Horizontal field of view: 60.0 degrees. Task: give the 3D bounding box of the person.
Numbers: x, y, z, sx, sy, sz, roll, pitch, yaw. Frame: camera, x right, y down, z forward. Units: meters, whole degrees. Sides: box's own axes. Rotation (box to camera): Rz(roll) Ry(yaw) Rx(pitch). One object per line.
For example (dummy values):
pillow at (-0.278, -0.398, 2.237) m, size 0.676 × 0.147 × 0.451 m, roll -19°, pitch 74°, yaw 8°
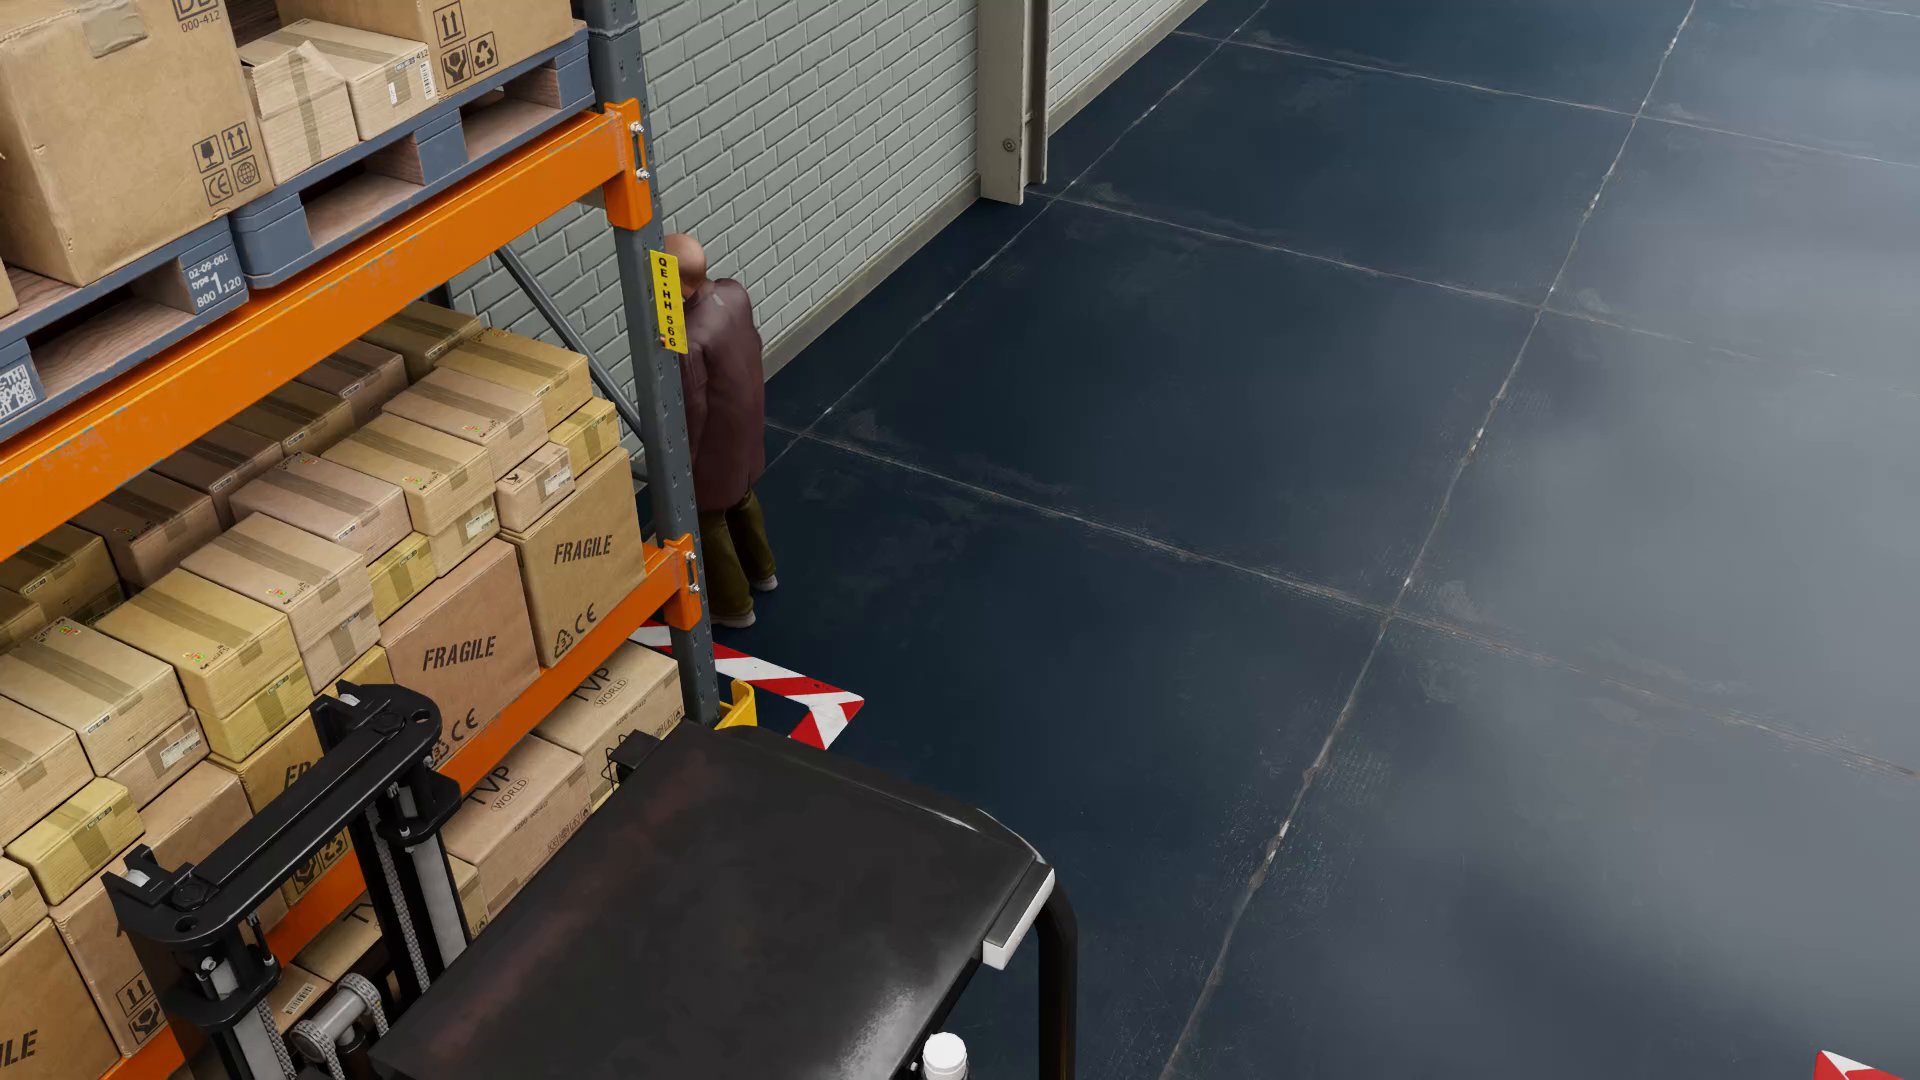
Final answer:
person at (-1.001, -0.431, 6.727) m, size 0.431 × 1.773 × 0.643 m, roll 13°, pitch 39°, yaw 16°
